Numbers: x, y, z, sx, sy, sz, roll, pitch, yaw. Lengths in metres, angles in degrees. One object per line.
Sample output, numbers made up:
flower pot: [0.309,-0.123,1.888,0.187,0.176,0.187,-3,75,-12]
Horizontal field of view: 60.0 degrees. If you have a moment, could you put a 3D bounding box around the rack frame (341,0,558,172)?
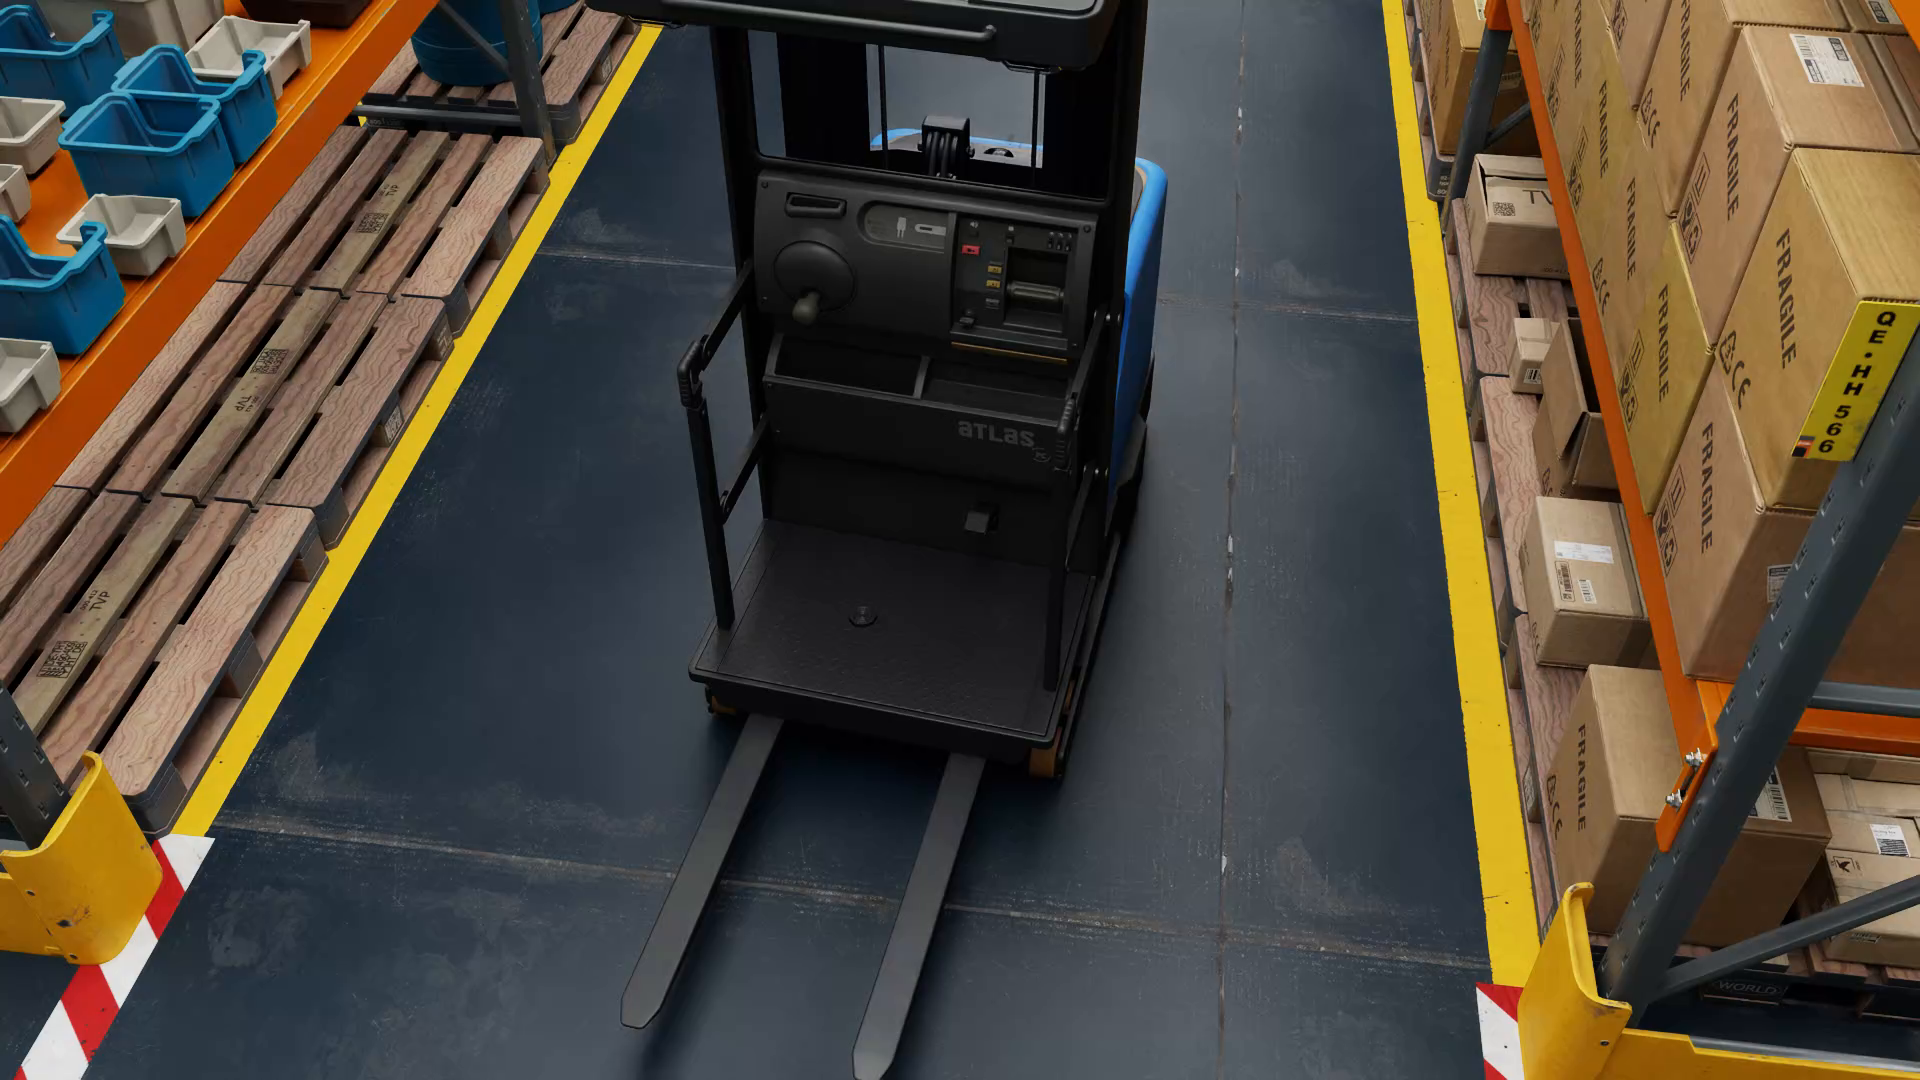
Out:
rack frame: [-2.342,-2.839,6.566,1.000,3.000,0.127,5,44,6]

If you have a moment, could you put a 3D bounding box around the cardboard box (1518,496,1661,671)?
cardboard box: [2.022,0.141,5.099,0.500,0.250,0.500,5,44,6]

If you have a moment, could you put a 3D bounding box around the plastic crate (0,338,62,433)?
plastic crate: [-2.387,-0.388,4.126,0.250,0.136,0.298,5,44,6]

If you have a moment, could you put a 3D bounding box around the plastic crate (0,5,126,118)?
plastic crate: [-2.854,-1.497,5.227,0.416,0.233,0.300,5,44,6]

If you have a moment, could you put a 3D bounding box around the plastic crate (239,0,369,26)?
plastic crate: [-2.224,-1.973,5.809,0.437,0.125,0.590,5,44,6]

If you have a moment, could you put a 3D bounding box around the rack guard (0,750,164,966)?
rack guard: [-2.861,0.813,4.528,1.175,0.500,0.348,5,44,6]

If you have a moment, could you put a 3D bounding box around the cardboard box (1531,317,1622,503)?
cardboard box: [2.324,-0.358,5.443,0.797,0.503,0.637,5,44,6]

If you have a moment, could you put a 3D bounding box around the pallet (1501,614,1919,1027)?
pallet: [2.153,0.758,4.797,1.003,0.211,1.213,5,44,6]

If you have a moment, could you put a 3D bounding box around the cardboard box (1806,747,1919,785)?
cardboard box: [2.458,0.493,4.727,0.500,0.250,0.500,5,44,6]

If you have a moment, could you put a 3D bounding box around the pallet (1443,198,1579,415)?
pallet: [2.476,-0.905,6.553,1.003,0.211,1.213,5,44,6]

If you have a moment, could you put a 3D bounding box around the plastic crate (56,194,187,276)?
plastic crate: [-2.298,-0.850,4.615,0.250,0.136,0.298,5,44,6]

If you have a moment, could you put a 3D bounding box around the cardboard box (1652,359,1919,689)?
cardboard box: [1.828,-0.026,3.523,0.500,0.500,0.500,6,44,7]

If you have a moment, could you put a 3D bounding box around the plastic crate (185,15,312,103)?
plastic crate: [-2.274,-1.551,5.354,0.293,0.136,0.466,5,44,6]

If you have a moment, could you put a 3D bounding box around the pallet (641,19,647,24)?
pallet: [-2.040,-3.182,8.957,1.003,0.211,1.213,5,44,6]

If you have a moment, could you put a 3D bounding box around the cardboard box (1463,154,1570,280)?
cardboard box: [2.297,-1.303,6.580,0.500,0.311,0.500,5,44,6]

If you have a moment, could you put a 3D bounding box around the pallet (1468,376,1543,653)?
pallet: [2.317,-0.072,5.672,1.003,0.211,1.213,5,44,6]

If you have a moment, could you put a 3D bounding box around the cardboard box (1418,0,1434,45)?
cardboard box: [2.489,-2.678,7.895,0.500,0.500,0.500,6,44,6]

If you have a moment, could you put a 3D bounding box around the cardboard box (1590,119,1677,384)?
cardboard box: [1.964,-0.720,4.256,0.500,0.500,0.500,6,44,6]

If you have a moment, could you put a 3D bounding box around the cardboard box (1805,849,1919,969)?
cardboard box: [2.435,0.961,4.306,0.380,0.149,0.250,5,44,6]

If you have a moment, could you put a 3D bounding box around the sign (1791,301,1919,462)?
sign: [1.491,-0.259,2.770,0.100,0.325,0.005,5,44,6]

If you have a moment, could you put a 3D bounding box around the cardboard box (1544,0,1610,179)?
cardboard box: [2.097,-1.410,4.984,0.500,0.500,0.500,5,44,5]

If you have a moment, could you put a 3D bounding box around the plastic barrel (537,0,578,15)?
plastic barrel: [-2.160,-3.081,8.043,0.600,0.901,0.708,5,44,6]

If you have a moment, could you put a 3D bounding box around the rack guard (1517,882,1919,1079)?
rack guard: [2.049,1.196,4.123,1.175,0.500,0.348,5,44,6]

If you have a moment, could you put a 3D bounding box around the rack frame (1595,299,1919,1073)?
rack frame: [2.039,0.340,3.209,1.000,3.000,0.127,5,44,6]

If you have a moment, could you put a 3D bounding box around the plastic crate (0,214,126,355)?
plastic crate: [-2.425,-0.661,4.344,0.416,0.233,0.300,5,44,6]

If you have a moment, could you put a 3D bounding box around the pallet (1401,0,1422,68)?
pallet: [2.796,-2.765,8.517,1.003,0.211,1.213,5,44,6]

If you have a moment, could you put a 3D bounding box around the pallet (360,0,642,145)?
pallet: [-2.199,-2.348,8.077,1.003,0.211,1.213,5,44,6]

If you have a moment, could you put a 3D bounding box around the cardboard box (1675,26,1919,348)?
cardboard box: [1.891,-0.732,3.541,0.500,0.500,0.500,6,44,7]

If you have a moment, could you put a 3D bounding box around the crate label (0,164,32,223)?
crate label: [-2.877,-0.999,4.772,0.396,0.136,0.243,5,44,6]

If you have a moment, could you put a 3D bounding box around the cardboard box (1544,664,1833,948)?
cardboard box: [1.866,0.695,4.332,0.500,0.500,0.500,5,44,6]

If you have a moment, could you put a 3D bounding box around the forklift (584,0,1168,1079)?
forklift: [-0.153,-0.648,4.302,1.130,2.935,3.031,10,44,10]

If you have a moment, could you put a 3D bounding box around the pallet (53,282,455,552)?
pallet: [-2.560,-0.488,6.112,1.003,0.211,1.213,5,44,6]

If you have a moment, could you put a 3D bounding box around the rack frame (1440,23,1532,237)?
rack frame: [2.567,-2.386,6.088,1.000,3.000,0.127,5,44,6]

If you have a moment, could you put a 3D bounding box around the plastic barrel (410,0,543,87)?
plastic barrel: [-2.253,-2.599,7.533,0.600,0.901,0.708,5,44,6]

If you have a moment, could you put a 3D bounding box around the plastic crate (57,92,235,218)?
plastic crate: [-2.338,-1.109,4.818,0.416,0.233,0.300,5,44,6]

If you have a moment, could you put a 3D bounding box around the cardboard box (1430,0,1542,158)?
cardboard box: [2.348,-2.000,7.179,0.500,0.500,0.500,5,44,5]

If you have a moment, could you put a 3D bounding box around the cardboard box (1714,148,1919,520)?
cardboard box: [1.825,-0.388,3.178,0.500,0.500,0.500,5,44,5]

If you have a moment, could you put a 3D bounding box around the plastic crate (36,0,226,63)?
plastic crate: [-2.727,-1.794,5.505,0.437,0.282,0.530,5,44,6]

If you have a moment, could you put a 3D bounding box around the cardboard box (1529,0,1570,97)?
cardboard box: [2.165,-1.750,5.344,0.500,0.500,0.500,6,44,6]

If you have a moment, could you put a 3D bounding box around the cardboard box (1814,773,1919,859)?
cardboard box: [2.468,0.785,4.480,0.380,0.166,0.250,5,44,6]

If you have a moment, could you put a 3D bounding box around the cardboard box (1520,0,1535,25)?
cardboard box: [2.230,-2.100,5.713,0.500,0.500,0.500,6,44,7]

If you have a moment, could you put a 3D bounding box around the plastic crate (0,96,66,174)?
plastic crate: [-2.857,-1.203,4.987,0.298,0.136,0.250,5,44,6]

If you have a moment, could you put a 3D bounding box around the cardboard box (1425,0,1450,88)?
cardboard box: [2.422,-2.337,7.534,0.500,0.500,0.500,5,44,6]

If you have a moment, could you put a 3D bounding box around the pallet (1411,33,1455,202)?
pallet: [2.637,-1.931,7.636,1.003,0.211,1.213,5,44,6]

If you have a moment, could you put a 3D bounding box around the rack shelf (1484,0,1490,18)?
rack shelf: [2.832,-3.488,7.775,1.077,0.370,4.000,5,44,6]

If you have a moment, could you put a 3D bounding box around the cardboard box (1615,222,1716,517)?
cardboard box: [1.893,-0.380,3.897,0.500,0.500,0.500,6,44,6]

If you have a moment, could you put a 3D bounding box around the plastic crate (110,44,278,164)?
plastic crate: [-2.298,-1.314,5.034,0.416,0.233,0.300,5,44,6]

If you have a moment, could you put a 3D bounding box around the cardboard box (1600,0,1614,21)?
cardboard box: [2.090,-1.788,4.657,0.500,0.500,0.500,4,44,4]

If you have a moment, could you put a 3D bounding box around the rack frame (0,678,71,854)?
rack frame: [-2.871,-0.113,3.687,1.000,3.000,0.127,5,44,6]

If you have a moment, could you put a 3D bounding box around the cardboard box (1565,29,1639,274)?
cardboard box: [2.031,-1.063,4.618,0.500,0.500,0.500,5,44,5]

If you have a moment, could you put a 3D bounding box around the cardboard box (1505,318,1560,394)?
cardboard box: [2.193,-0.660,6.006,0.380,0.166,0.250,5,44,6]

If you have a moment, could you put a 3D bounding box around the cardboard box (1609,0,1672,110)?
cardboard box: [2.023,-1.436,4.285,0.500,0.500,0.500,6,44,7]

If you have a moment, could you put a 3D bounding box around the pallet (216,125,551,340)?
pallet: [-2.401,-1.322,6.992,1.003,0.211,1.213,5,44,6]

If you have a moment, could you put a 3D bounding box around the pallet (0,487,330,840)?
pallet: [-2.723,0.341,5.236,1.003,0.211,1.213,5,44,6]

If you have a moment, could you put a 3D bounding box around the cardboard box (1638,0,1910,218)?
cardboard box: [1.955,-1.086,3.915,0.500,0.500,0.500,6,44,7]

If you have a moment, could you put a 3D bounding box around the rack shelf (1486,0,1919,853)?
rack shelf: [2.303,-0.762,4.896,1.077,0.370,4.000,5,44,6]
